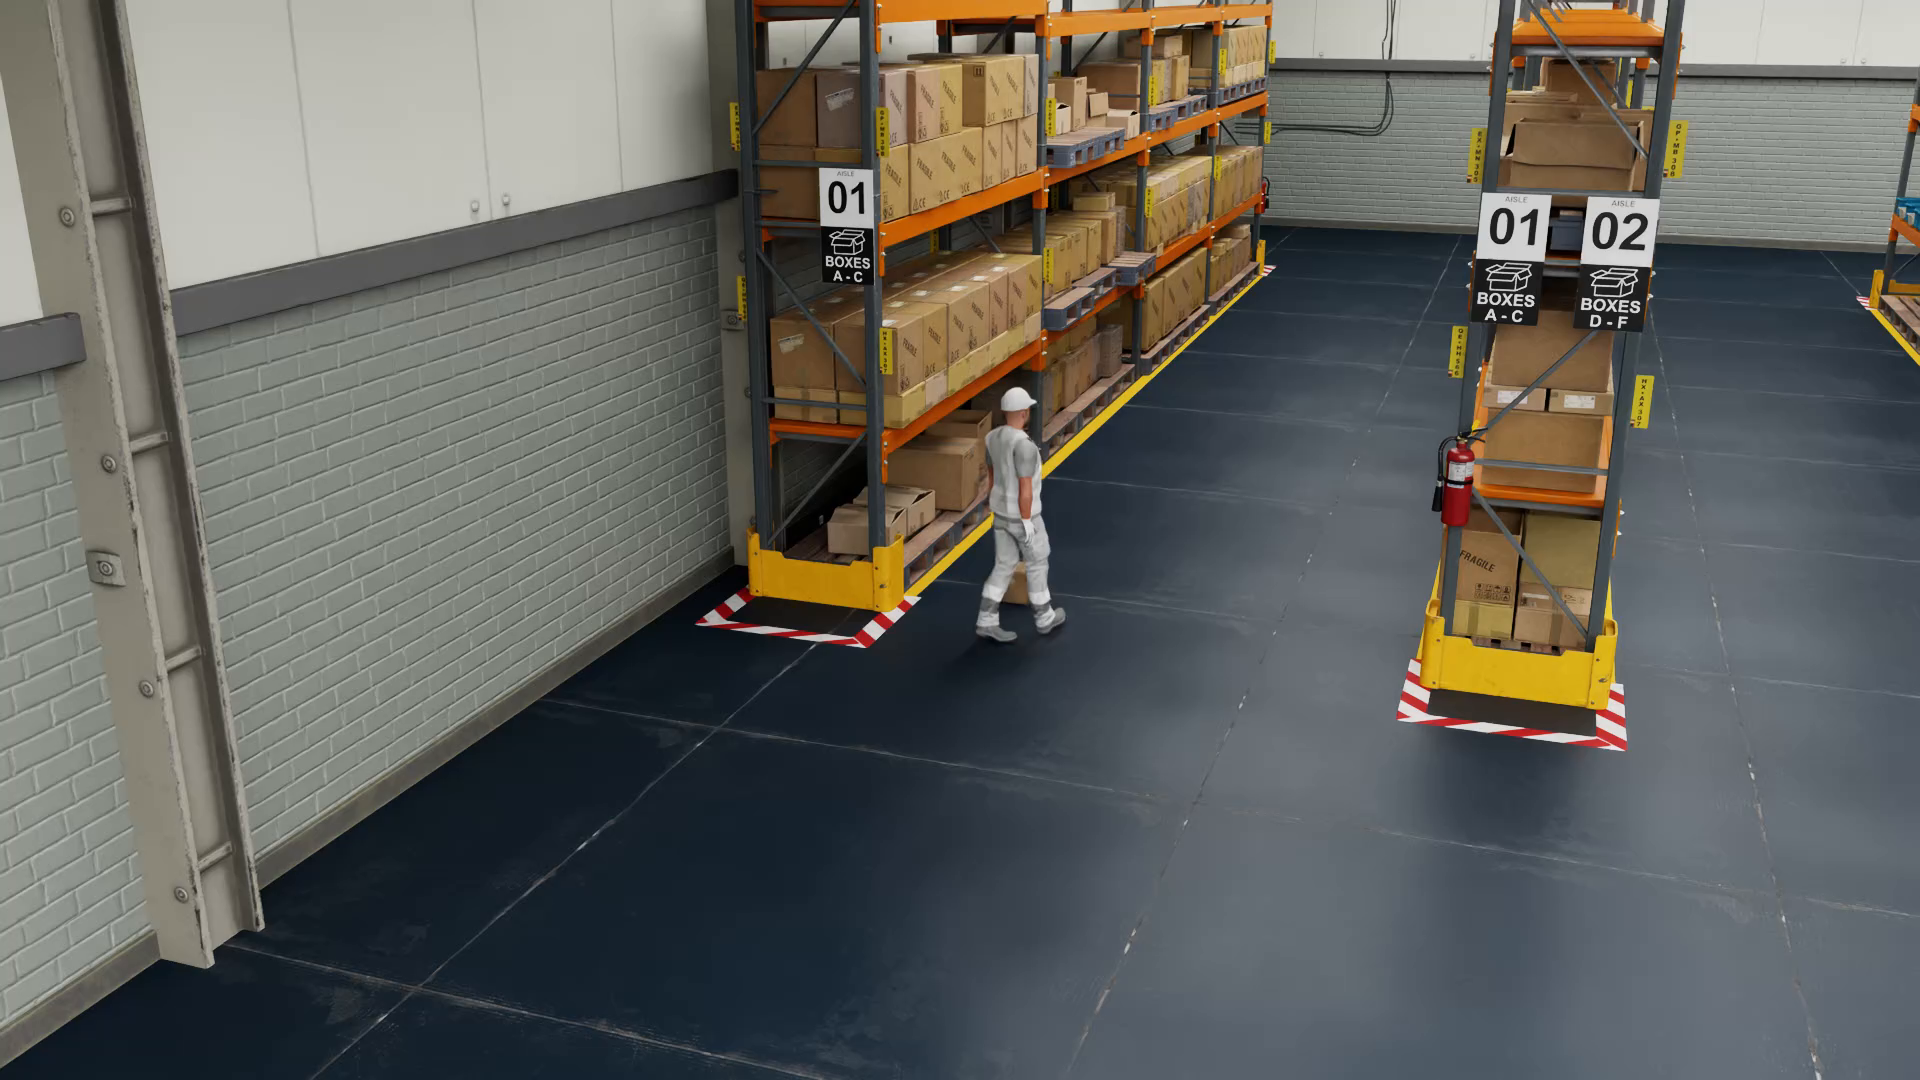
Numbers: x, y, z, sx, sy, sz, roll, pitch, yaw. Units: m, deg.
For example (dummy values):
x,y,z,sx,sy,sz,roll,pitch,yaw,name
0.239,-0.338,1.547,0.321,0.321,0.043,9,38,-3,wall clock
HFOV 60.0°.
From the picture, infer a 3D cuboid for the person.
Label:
x,y,z,sx,sy,sz,roll,pitch,yaw,name
0.440,-0.185,11.579,0.723,1.781,0.564,-12,22,-31,person
